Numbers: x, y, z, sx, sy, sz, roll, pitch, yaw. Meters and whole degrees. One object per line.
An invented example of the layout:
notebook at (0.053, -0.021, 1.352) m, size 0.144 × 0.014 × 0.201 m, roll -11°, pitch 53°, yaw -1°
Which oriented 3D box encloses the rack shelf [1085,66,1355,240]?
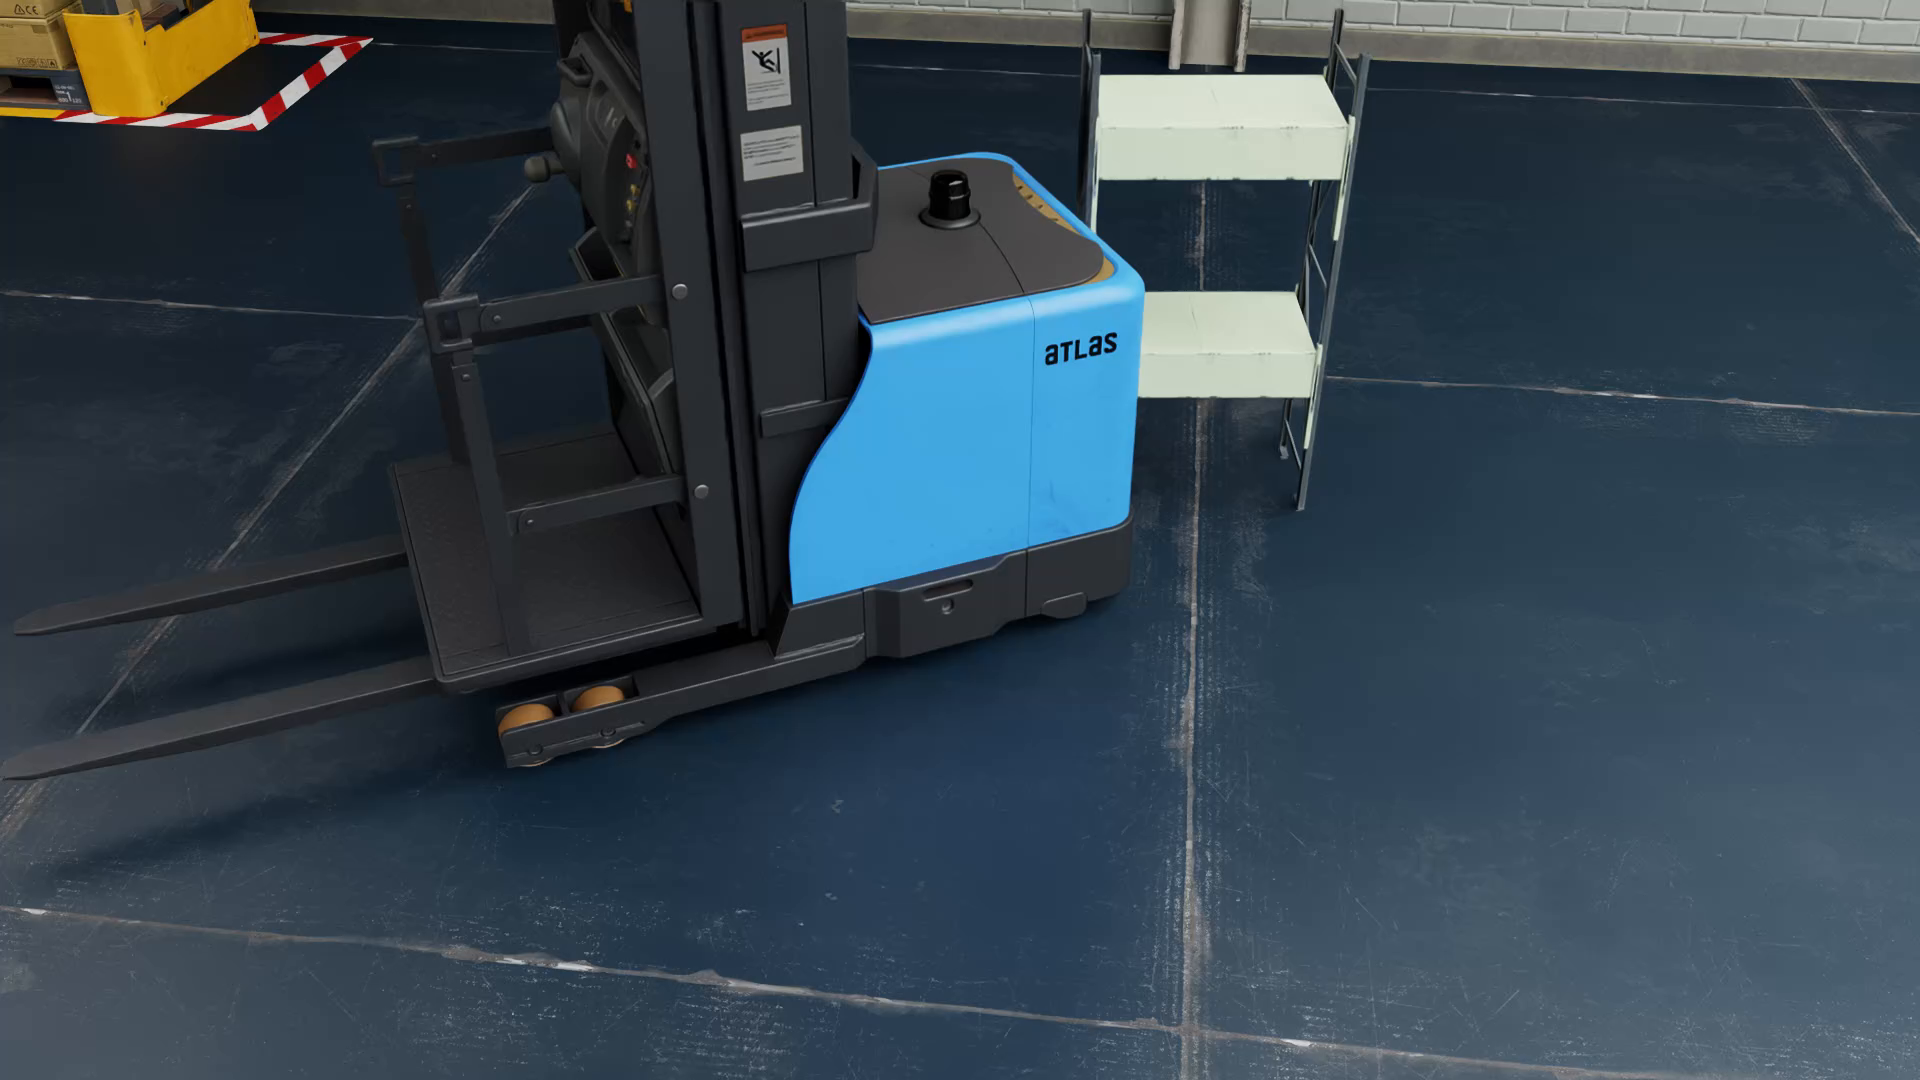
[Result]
rack shelf at (0.737, -1.138, 4.882) m, size 0.720 × 0.370 × 0.431 m, roll 0°, pitch 36°, yaw 0°

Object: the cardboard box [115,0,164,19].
cardboard box at (-4.531, -2.837, 8.648) m, size 0.500 × 0.250 × 0.500 m, roll 4°, pitch 36°, yaw 6°

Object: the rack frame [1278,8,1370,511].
rack frame at (1.103, -0.821, 5.110) m, size 0.023 × 1.500 × 0.400 m, roll 0°, pitch 36°, yaw 0°

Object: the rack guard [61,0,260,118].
rack guard at (-4.045, -2.617, 8.486) m, size 0.348 × 0.500 × 1.175 m, roll 4°, pitch 36°, yaw 6°

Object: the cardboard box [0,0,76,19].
cardboard box at (-4.592, -2.747, 8.092) m, size 0.500 × 0.250 × 0.500 m, roll 4°, pitch 36°, yaw 5°

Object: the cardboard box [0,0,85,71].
cardboard box at (-4.575, -2.540, 8.233) m, size 0.500 × 0.250 × 0.500 m, roll 5°, pitch 36°, yaw 6°

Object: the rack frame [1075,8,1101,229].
rack frame at (0.371, -0.820, 5.108) m, size 0.023 × 1.500 × 0.400 m, roll 0°, pitch 36°, yaw 0°

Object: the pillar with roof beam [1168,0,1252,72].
pillar with roof beam at (0.758, -3.724, 2.722) m, size 0.400 × 9.000 × 9.100 m, roll 4°, pitch 36°, yaw 6°

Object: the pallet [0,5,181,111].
pallet at (-4.833, -2.533, 8.618) m, size 1.213 × 0.211 × 1.003 m, roll 4°, pitch 36°, yaw 6°

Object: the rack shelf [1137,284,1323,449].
rack shelf at (0.737, -0.555, 5.298) m, size 0.720 × 0.370 × 0.431 m, roll 0°, pitch 36°, yaw 0°

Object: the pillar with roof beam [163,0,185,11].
pillar with roof beam at (-5.193, -4.168, 3.344) m, size 0.400 × 9.000 × 9.100 m, roll 4°, pitch 36°, yaw 6°

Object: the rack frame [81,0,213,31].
rack frame at (-4.069, -3.636, 7.762) m, size 0.127 × 3.000 × 1.000 m, roll 4°, pitch 36°, yaw 6°

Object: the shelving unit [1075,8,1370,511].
shelving unit at (0.737, -0.821, 5.109) m, size 0.755 × 1.500 × 0.431 m, roll 0°, pitch 36°, yaw 0°

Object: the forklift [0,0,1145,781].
forklift at (-1.062, -0.941, 4.045) m, size 3.031 × 2.935 × 1.130 m, roll -13°, pitch 38°, yaw -18°
